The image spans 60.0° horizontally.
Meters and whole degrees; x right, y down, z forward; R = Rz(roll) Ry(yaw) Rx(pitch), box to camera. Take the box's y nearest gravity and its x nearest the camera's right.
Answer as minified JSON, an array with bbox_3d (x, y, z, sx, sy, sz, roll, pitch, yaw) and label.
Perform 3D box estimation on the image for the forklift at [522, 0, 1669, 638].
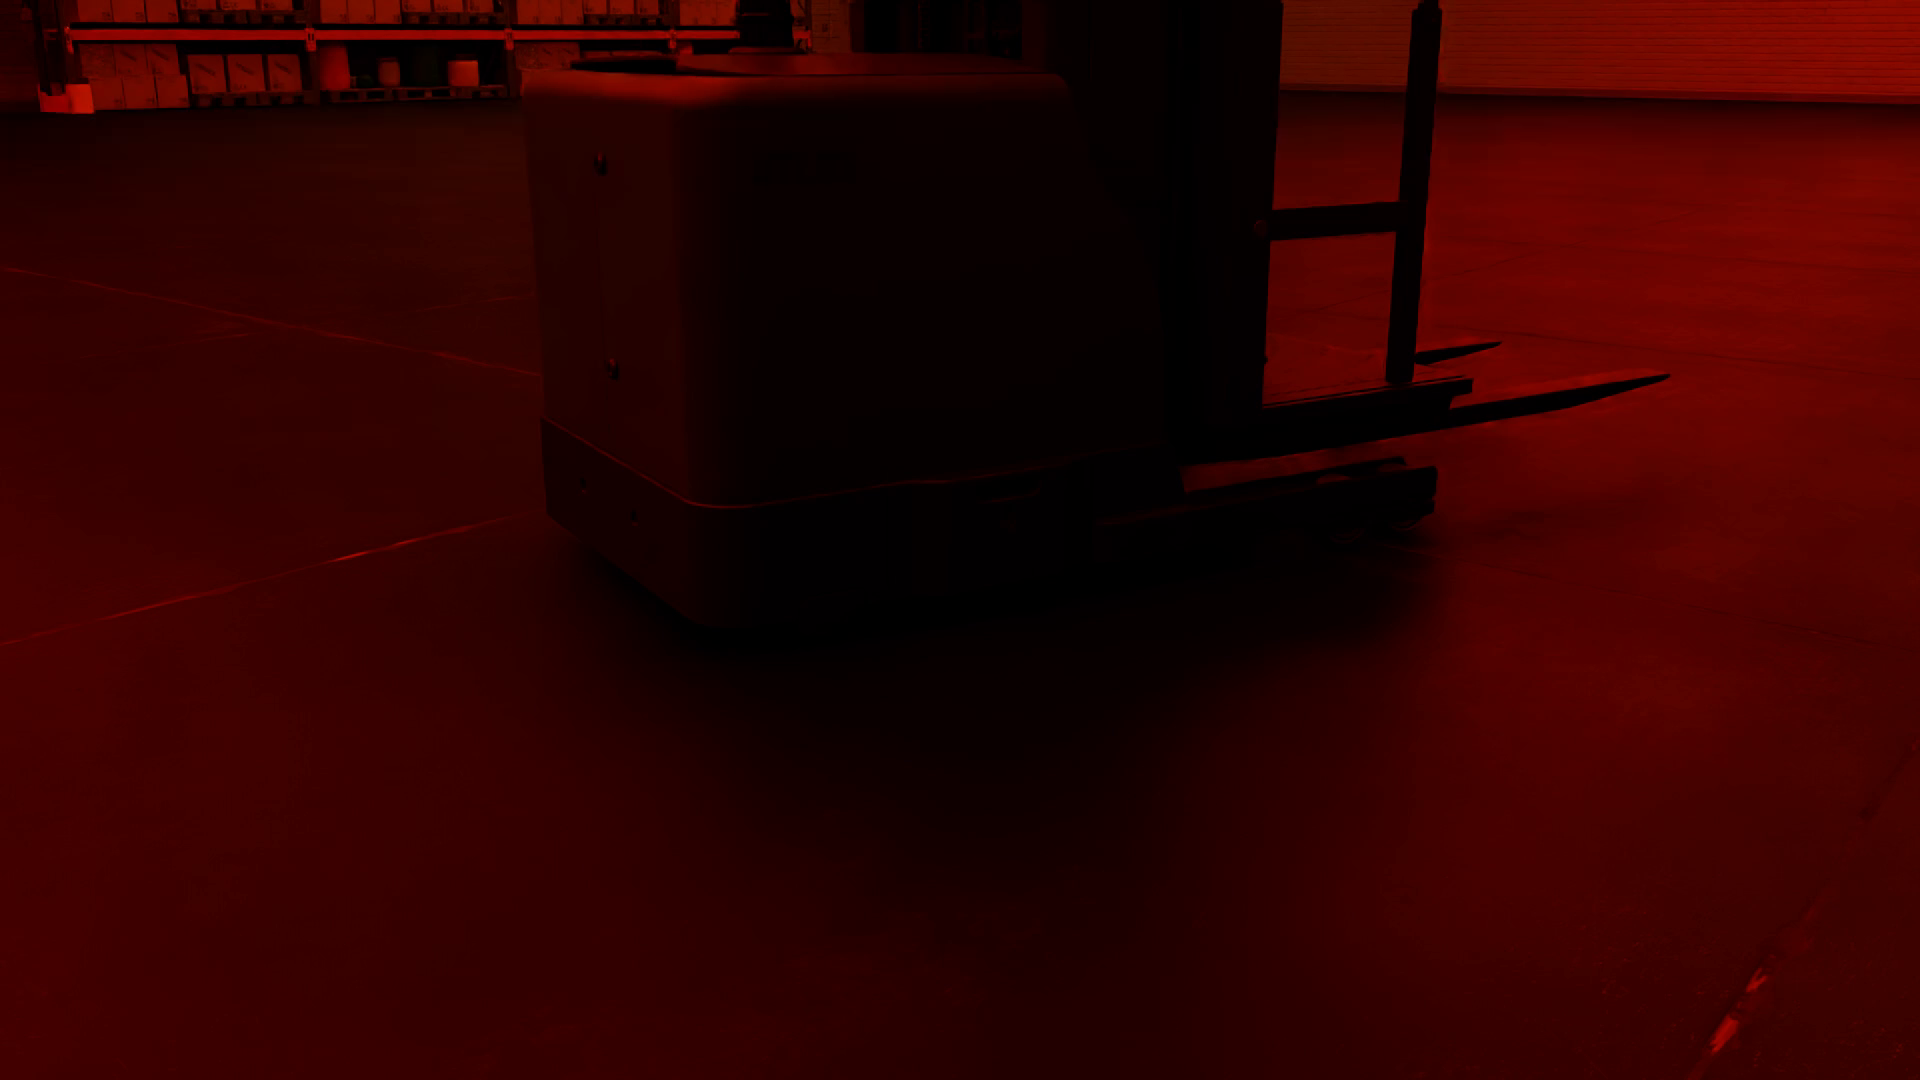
[{"bbox_3d":[0.554,-1.513,3.880,3.031,2.935,1.130,-10,20,-30],"label":"forklift"}]
